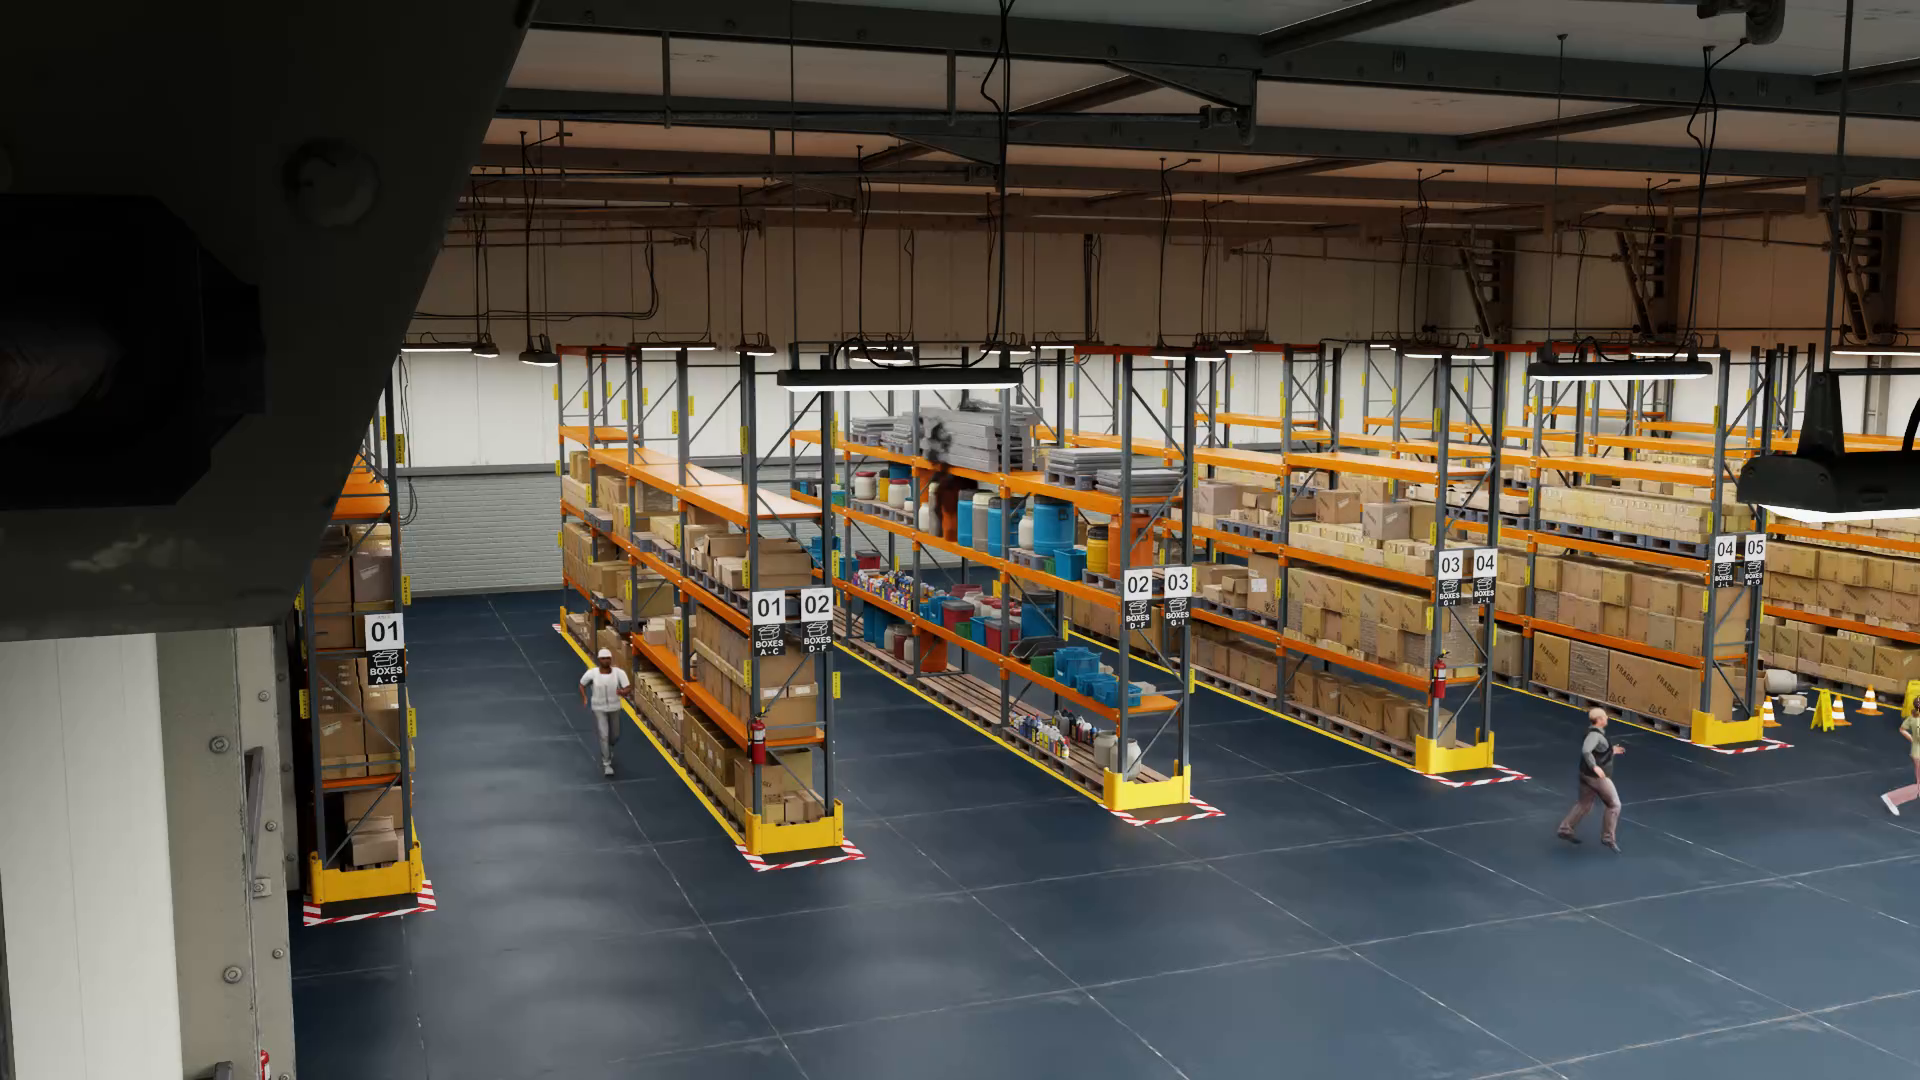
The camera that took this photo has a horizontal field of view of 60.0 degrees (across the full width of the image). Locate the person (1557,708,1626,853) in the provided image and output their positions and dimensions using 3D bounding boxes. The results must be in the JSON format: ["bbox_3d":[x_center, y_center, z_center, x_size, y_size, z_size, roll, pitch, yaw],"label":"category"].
[{"bbox_3d":[7.708,2.923,20.230,0.794,1.785,0.641,0,7,0],"label":"person"}]

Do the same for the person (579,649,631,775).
[{"bbox_3d":[-5.072,2.423,23.858,0.710,1.747,0.968,-3,8,-21],"label":"person"}]

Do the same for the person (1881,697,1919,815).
[{"bbox_3d":[12.320,2.810,21.345,0.867,1.640,0.589,2,7,14],"label":"person"}]
